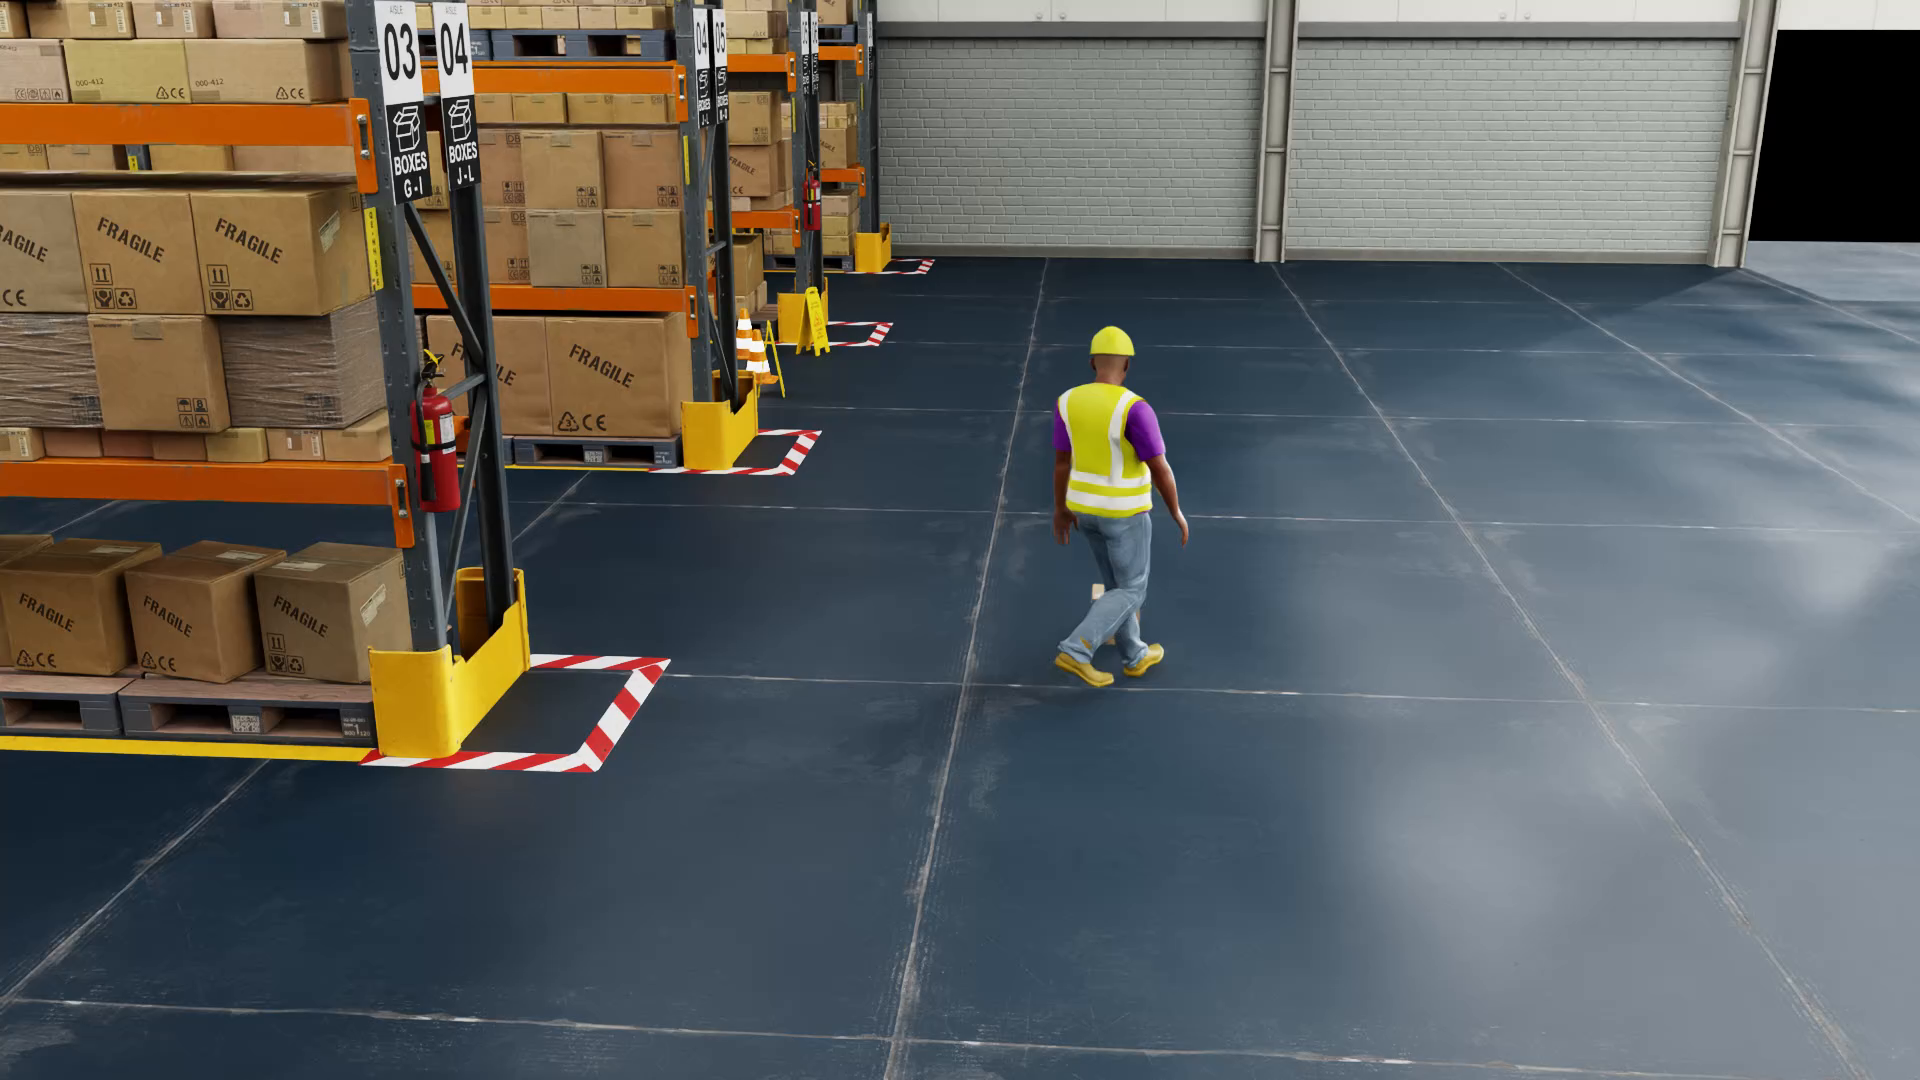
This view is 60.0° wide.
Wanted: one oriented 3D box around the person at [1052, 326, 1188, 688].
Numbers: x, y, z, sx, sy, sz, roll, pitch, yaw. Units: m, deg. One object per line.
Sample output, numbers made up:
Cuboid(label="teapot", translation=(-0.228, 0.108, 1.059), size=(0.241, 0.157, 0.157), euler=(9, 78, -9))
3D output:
Cuboid(label="person", translation=(0.739, -0.136, 7.951), size=(0.822, 1.754, 0.654), euler=(-17, 24, -42))
